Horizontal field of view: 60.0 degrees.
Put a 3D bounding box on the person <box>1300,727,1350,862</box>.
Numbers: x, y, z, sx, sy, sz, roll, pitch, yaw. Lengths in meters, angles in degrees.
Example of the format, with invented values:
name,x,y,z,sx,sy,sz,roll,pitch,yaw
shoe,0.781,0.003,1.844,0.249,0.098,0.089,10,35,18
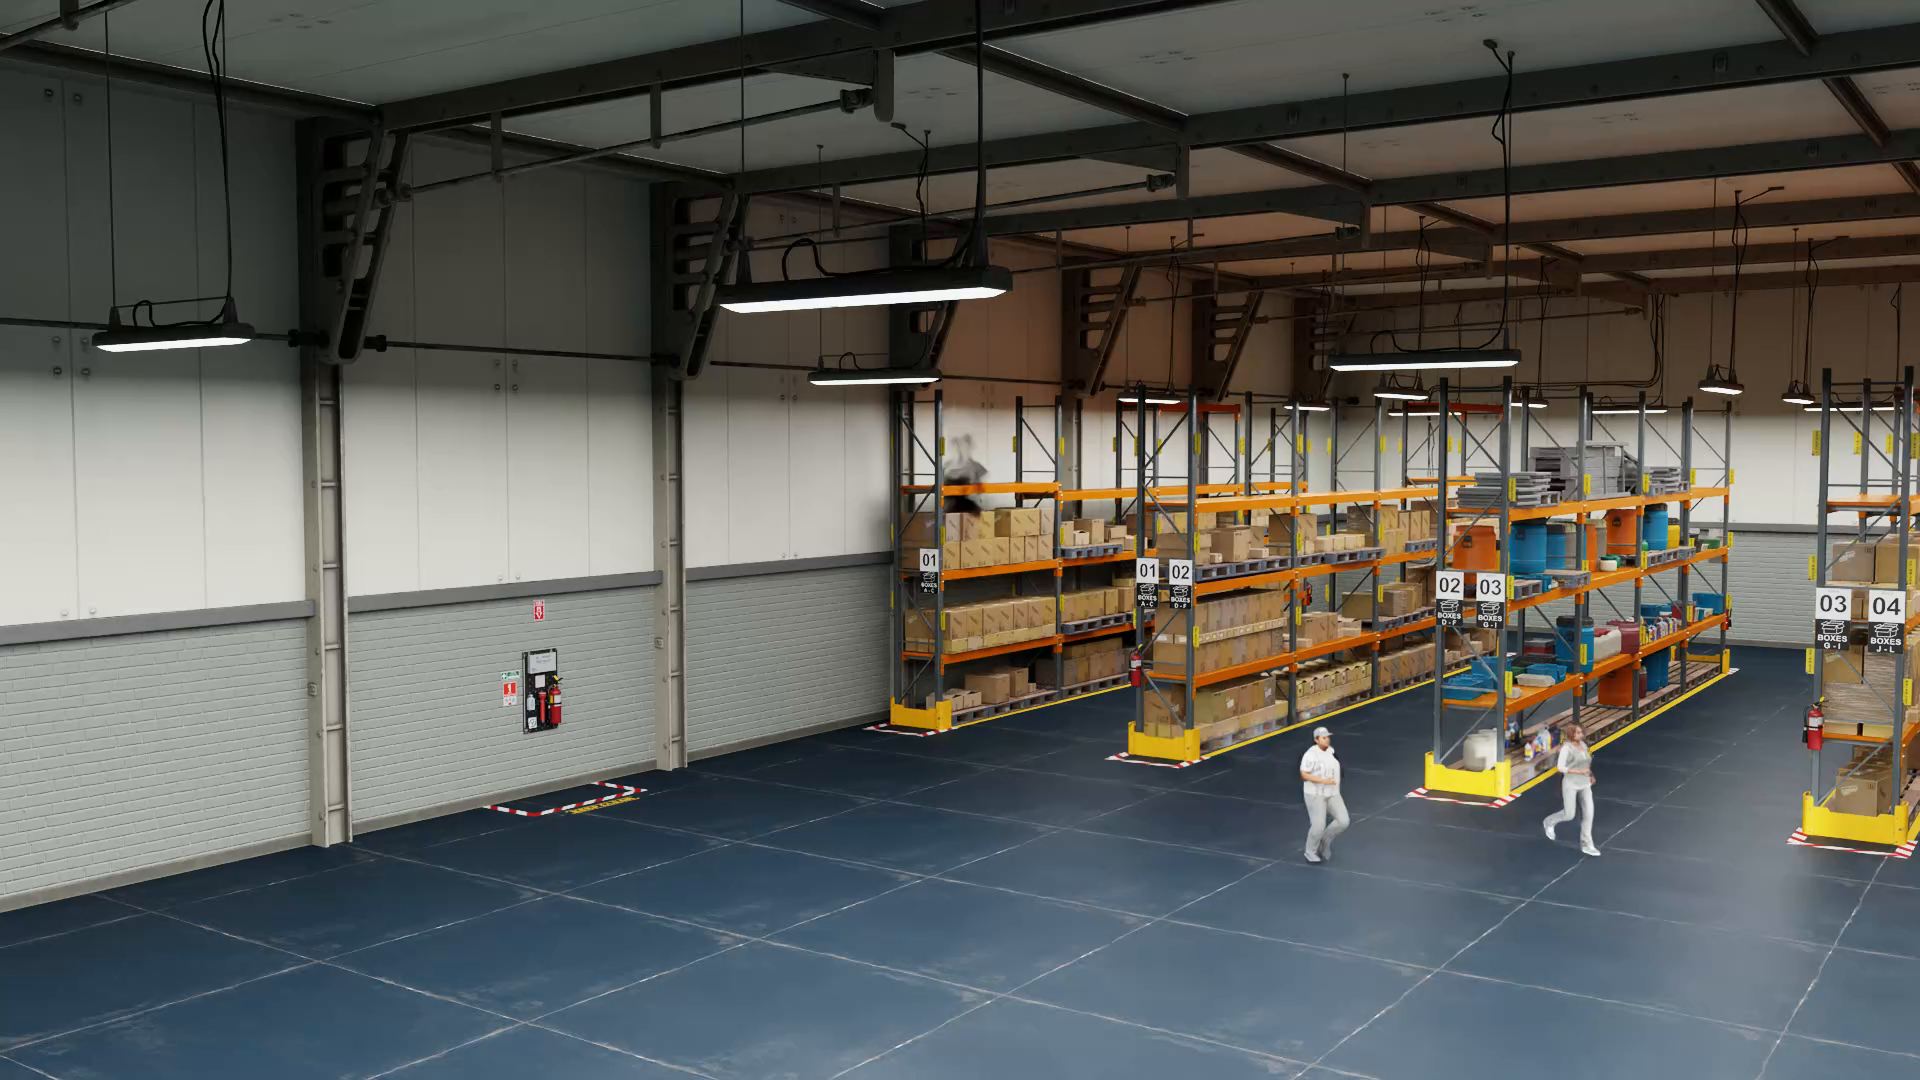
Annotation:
name,x,y,z,sx,sy,sz,roll,pitch,yaw
person,4.360,3.054,19.898,0.661,1.639,0.570,-2,4,-31

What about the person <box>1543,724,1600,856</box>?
name,x,y,z,sx,sy,sz,roll,pitch,yaw
person,7.588,3.049,20.536,0.549,1.568,0.837,-1,3,-23
